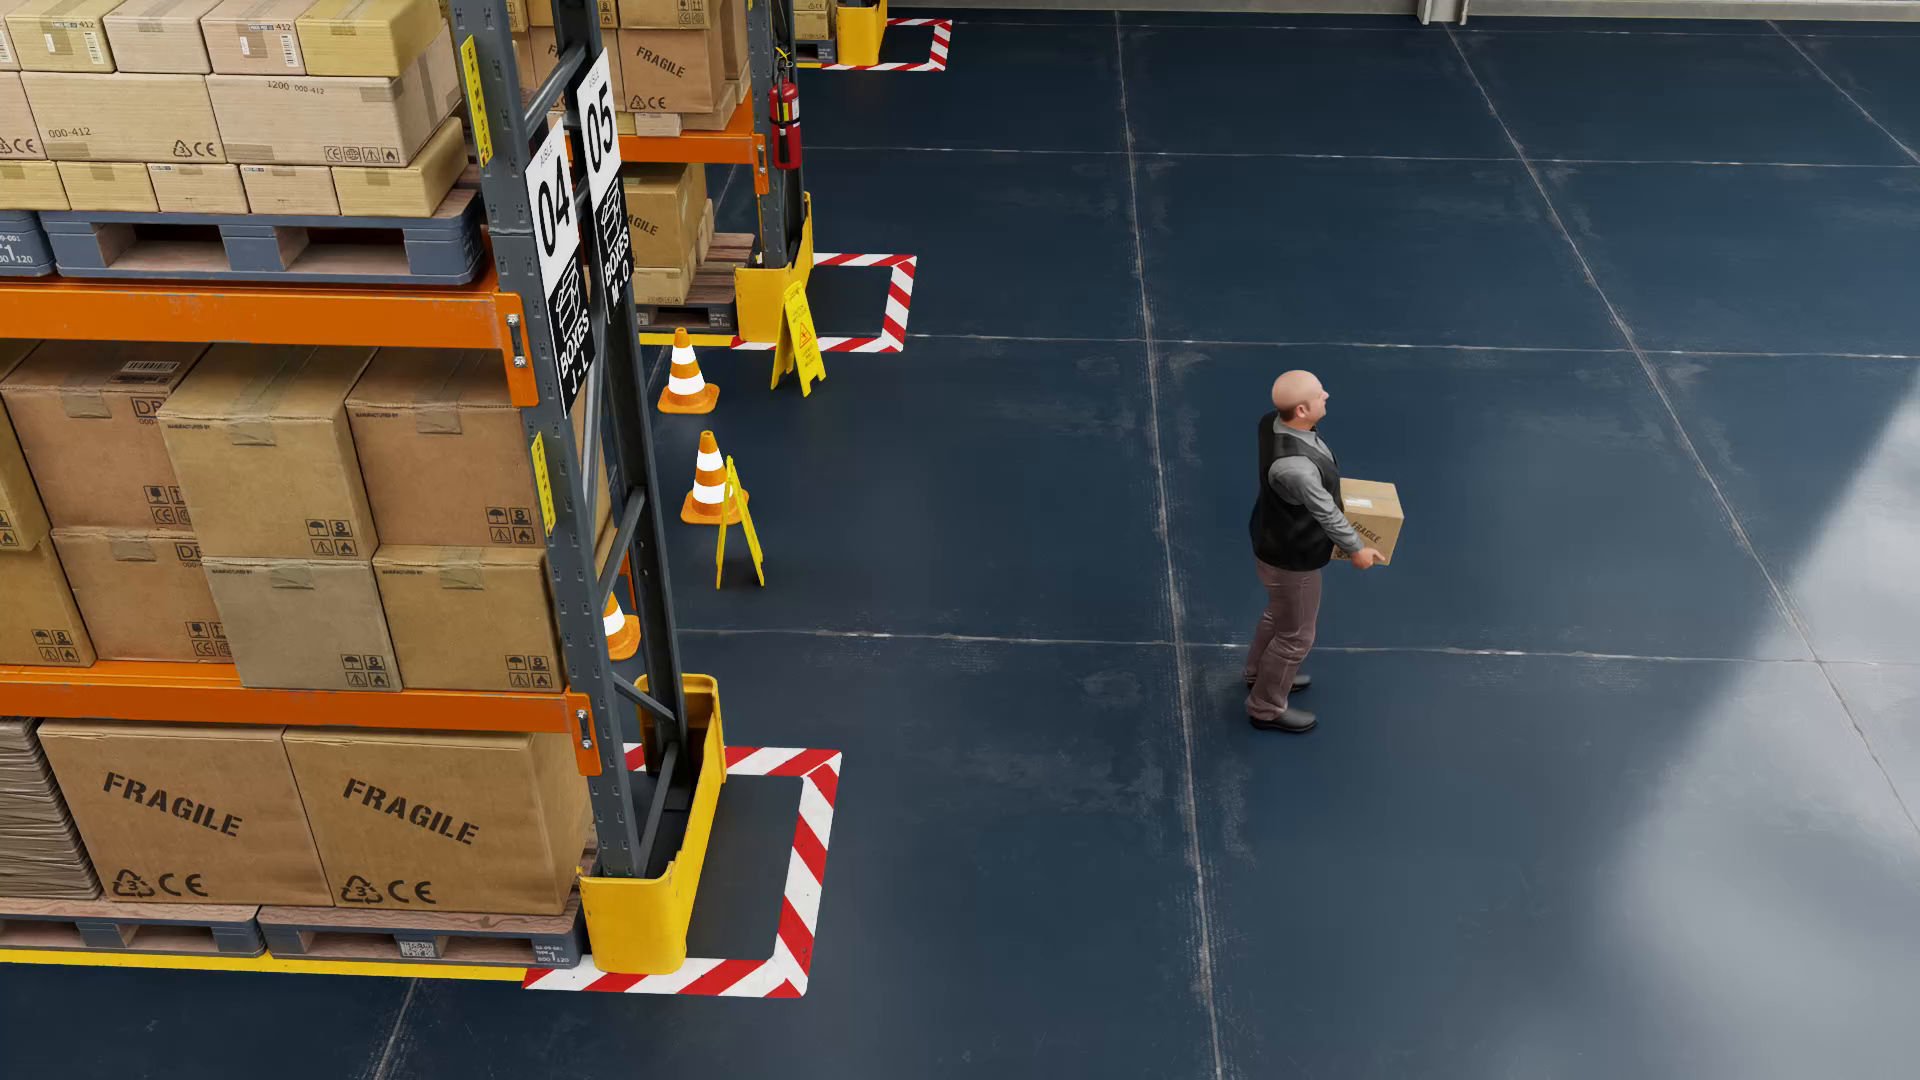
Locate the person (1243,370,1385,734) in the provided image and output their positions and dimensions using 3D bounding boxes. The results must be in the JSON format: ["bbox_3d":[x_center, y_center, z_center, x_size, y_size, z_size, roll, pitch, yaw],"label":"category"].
[{"bbox_3d":[1.499,0.042,7.090,0.551,1.709,0.494,2,35,2],"label":"person"}]
